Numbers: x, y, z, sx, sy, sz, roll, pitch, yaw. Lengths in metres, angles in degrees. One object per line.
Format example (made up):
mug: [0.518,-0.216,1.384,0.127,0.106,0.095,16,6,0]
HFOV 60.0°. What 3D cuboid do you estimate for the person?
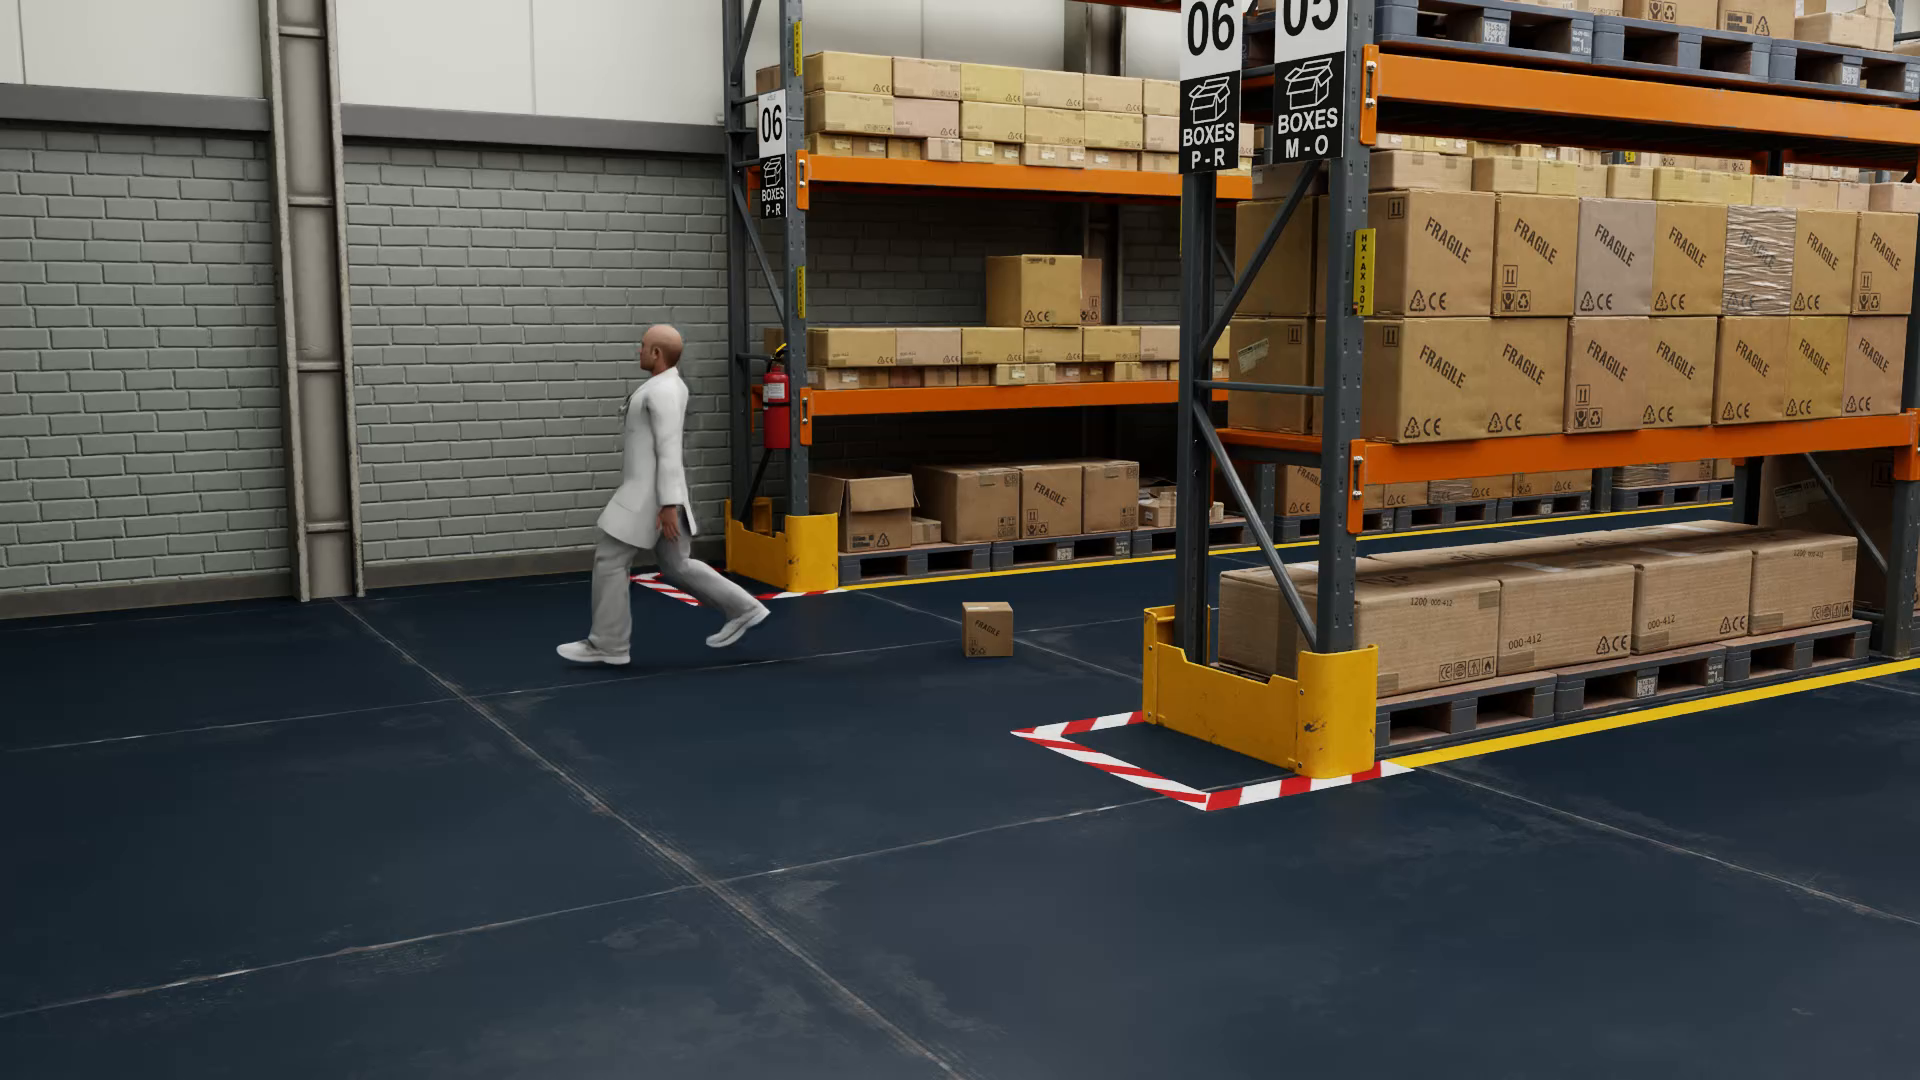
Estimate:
person: [-1.530,-0.232,8.528,1.072,1.730,0.613,0,8,2]
